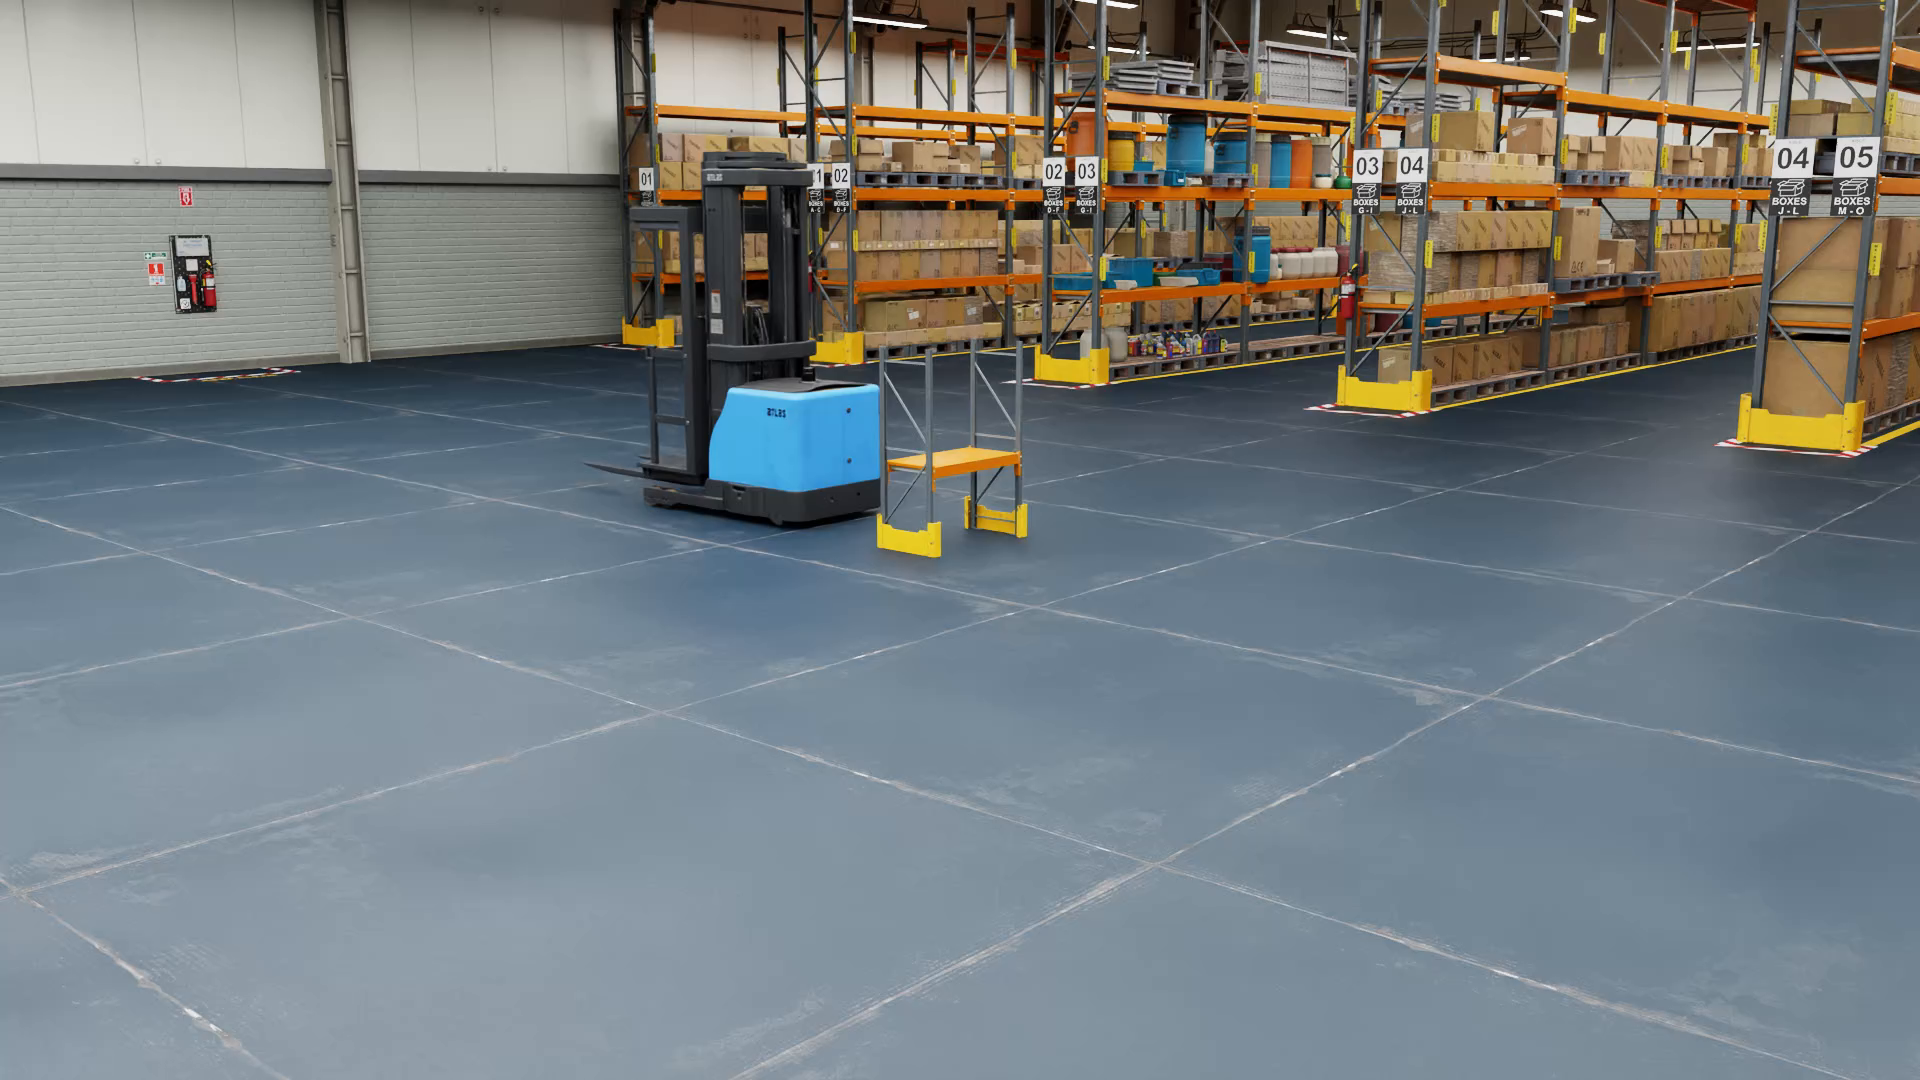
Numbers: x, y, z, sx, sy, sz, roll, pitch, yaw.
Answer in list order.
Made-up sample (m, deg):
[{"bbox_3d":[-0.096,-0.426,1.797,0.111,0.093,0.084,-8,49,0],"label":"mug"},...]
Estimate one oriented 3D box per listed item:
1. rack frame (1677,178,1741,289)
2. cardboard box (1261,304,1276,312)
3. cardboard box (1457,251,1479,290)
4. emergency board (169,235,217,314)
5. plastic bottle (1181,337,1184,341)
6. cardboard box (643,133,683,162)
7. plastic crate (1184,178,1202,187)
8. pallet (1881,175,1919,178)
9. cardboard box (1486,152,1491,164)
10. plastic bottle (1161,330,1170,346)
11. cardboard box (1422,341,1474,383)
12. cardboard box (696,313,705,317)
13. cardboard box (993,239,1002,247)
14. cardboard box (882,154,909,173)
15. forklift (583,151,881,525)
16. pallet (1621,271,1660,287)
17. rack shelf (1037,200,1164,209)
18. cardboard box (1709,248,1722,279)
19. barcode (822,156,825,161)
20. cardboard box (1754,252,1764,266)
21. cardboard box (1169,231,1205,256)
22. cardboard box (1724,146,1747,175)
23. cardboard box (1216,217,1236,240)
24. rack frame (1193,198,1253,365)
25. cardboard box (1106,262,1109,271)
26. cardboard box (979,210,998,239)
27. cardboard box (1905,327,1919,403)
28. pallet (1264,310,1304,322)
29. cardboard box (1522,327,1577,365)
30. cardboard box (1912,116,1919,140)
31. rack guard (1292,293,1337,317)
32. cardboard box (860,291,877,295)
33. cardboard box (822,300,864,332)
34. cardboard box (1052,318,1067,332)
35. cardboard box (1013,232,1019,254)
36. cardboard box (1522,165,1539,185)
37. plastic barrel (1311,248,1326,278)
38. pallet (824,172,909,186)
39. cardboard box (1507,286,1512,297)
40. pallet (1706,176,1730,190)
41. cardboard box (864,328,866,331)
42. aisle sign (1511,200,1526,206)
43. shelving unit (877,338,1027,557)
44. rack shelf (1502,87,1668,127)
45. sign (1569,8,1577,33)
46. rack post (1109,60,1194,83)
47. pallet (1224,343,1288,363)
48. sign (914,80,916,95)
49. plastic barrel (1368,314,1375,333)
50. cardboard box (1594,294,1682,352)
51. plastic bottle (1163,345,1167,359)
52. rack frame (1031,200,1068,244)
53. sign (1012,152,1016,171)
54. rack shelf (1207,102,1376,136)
[{"bbox_3d":[13.263,-4.920,29.687,1.000,3.000,0.127,10,15,40],"label":"rack frame"},{"bbox_3d":[6.827,-5.190,37.149,0.380,0.166,0.250,10,15,40],"label":"cardboard box"},{"bbox_3d":[6.327,-3.584,21.982,0.875,0.500,0.500,10,15,40],"label":"cardboard box"},{"bbox_3d":[-11.629,-4.049,25.327,0.194,1.169,0.643,10,15,40],"label":"emergency board"},{"bbox_3d":[3.522,-3.050,26.134,0.061,0.283,0.133,10,15,40],"label":"plastic bottle"},{"bbox_3d":[-5.384,-7.121,30.190,0.500,0.500,0.500,8,14,36],"label":"cardboard box"},{"bbox_3d":[3.505,-5.437,25.288,0.243,0.136,0.396,10,15,40],"label":"plastic crate"},{"bbox_3d":[11.093,-4.395,19.628,1.003,0.211,1.213,10,15,40],"label":"pallet"},{"bbox_3d":[6.711,-4.988,21.732,0.380,0.149,0.250,10,15,40],"label":"cardboard box"},{"bbox_3d":[3.292,-3.207,26.751,0.144,0.351,0.185,9,14,38],"label":"plastic bottle"},{"bbox_3d":[6.562,-2.407,22.412,0.500,0.500,0.500,-10,15,-42],"label":"cardboard box"},{"bbox_3d":[-4.920,-4.147,31.558,0.500,0.311,0.500,-11,15,-43],"label":"cardboard box"},{"bbox_3d":[0.524,-5.324,29.797,0.380,0.149,0.250,10,15,40],"label":"cardboard box"},{"bbox_3d":[-1.168,-6.423,28.351,0.500,0.311,0.500,-10,15,-41],"label":"cardboard box"},{"bbox_3d":[-2.061,-1.771,14.093,3.031,2.935,1.130,10,15,40],"label":"forklift"},{"bbox_3d":[10.232,-4.119,26.165,1.213,0.211,1.003,10,15,40],"label":"pallet"},{"bbox_3d":[3.420,-8.254,40.556,1.077,0.370,4.000,10,15,40],"label":"rack shelf"},{"bbox_3d":[12.827,-4.793,28.796,0.500,0.500,0.500,10,15,42],"label":"cardboard box"},{"bbox_3d":[-2.261,-6.298,27.446,0.001,0.075,0.075,10,15,40],"label":"barcode"},{"bbox_3d":[14.439,-5.177,30.597,0.500,0.250,0.500,10,15,42],"label":"cardboard box"},{"bbox_3d":[4.704,-6.189,34.710,0.700,0.500,0.500,6,13,26],"label":"cardboard box"},{"bbox_3d":[13.734,-6.818,29.948,0.700,0.500,0.500,9,14,37],"label":"cardboard box"},{"bbox_3d":[5.963,-6.849,36.534,0.500,0.500,0.500,10,15,41],"label":"cardboard box"},{"bbox_3d":[4.261,-4.384,27.000,1.000,3.000,0.127,10,15,40],"label":"rack frame"},{"bbox_3d":[2.797,-5.322,32.339,0.380,0.149,0.250,10,15,40],"label":"cardboard box"},{"bbox_3d":[0.255,-5.644,29.741,0.700,0.500,0.500,10,15,41],"label":"cardboard box"},{"bbox_3d":[11.173,-2.168,20.258,0.875,0.875,0.875,10,15,41],"label":"cardboard box"},{"bbox_3d":[7.083,-5.115,37.783,1.003,0.211,1.213,10,15,40],"label":"pallet"},{"bbox_3d":[8.732,-2.888,24.773,0.700,0.500,0.500,10,15,40],"label":"cardboard box"},{"bbox_3d":[10.178,-4.484,18.139,0.500,0.250,0.500,10,15,40],"label":"cardboard box"},{"bbox_3d":[8.414,-5.553,39.237,1.175,0.500,0.348,10,15,40],"label":"rack guard"},{"bbox_3d":[-2.079,-5.275,34.807,0.500,0.250,0.500,9,15,39],"label":"cardboard box"},{"bbox_3d":[-1.967,-3.779,28.005,0.500,0.500,0.500,10,15,40],"label":"cardboard box"},{"bbox_3d":[1.673,-4.061,31.333,0.500,0.250,0.500,9,15,39],"label":"cardboard box"},{"bbox_3d":[0.992,-6.722,37.644,0.500,0.500,0.500,10,15,42],"label":"cardboard box"},{"bbox_3d":[7.524,-4.964,22.632,0.500,0.250,0.500,10,15,42],"label":"cardboard box"},{"bbox_3d":[6.105,-4.786,28.729,0.421,0.512,0.421,0,11,0],"label":"plastic barrel"},{"bbox_3d":[-1.611,-5.964,27.482,1.003,0.211,1.213,10,15,40],"label":"pallet"},{"bbox_3d":[7.333,-3.415,22.791,0.380,0.149,0.250,10,15,40],"label":"cardboard box"},{"bbox_3d":[12.694,-6.156,28.704,0.805,0.209,1.217,9,14,38],"label":"pallet"},{"bbox_3d":[-1.644,-3.486,28.453,0.500,0.250,0.500,10,15,40],"label":"cardboard box"},{"bbox_3d":[12.007,-7.473,35.830,0.394,0.787,0.004,10,15,40],"label":"aisle sign"},{"bbox_3d":[-0.050,-0.724,12.508,0.587,1.500,1.083,10,15,40],"label":"shelving unit"},{"bbox_3d":[9.302,-6.430,24.789,1.077,0.370,4.000,10,15,40],"label":"rack shelf"},{"bbox_3d":[8.377,-7.109,22.742,0.100,0.325,0.005,10,15,40],"label":"sign"},{"bbox_3d":[2.876,-6.989,24.921,0.937,0.300,0.954,9,15,39],"label":"rack post"},{"bbox_3d":[4.750,-3.137,27.877,1.003,0.211,1.213,10,15,40],"label":"pallet"},{"bbox_3d":[-0.960,-9.802,36.021,0.100,0.325,0.005,10,15,40],"label":"sign"},{"bbox_3d":[7.517,-4.127,30.994,0.421,0.512,0.421,0,11,0],"label":"plastic barrel"},{"bbox_3d":[11.093,-3.595,27.402,1.225,0.875,0.875,9,14,38],"label":"cardboard box"},{"bbox_3d":[3.120,-2.880,25.495,0.097,0.201,0.097,0,11,0],"label":"plastic bottle"},{"bbox_3d":[2.100,-6.841,39.306,1.000,3.000,0.127,10,15,40],"label":"rack frame"},{"bbox_3d":[0.961,-6.716,29.499,0.100,0.325,0.005,10,15,40],"label":"sign"},{"bbox_3d":[5.581,-7.071,27.995,1.077,0.370,4.000,10,15,40],"label":"rack shelf"}]
